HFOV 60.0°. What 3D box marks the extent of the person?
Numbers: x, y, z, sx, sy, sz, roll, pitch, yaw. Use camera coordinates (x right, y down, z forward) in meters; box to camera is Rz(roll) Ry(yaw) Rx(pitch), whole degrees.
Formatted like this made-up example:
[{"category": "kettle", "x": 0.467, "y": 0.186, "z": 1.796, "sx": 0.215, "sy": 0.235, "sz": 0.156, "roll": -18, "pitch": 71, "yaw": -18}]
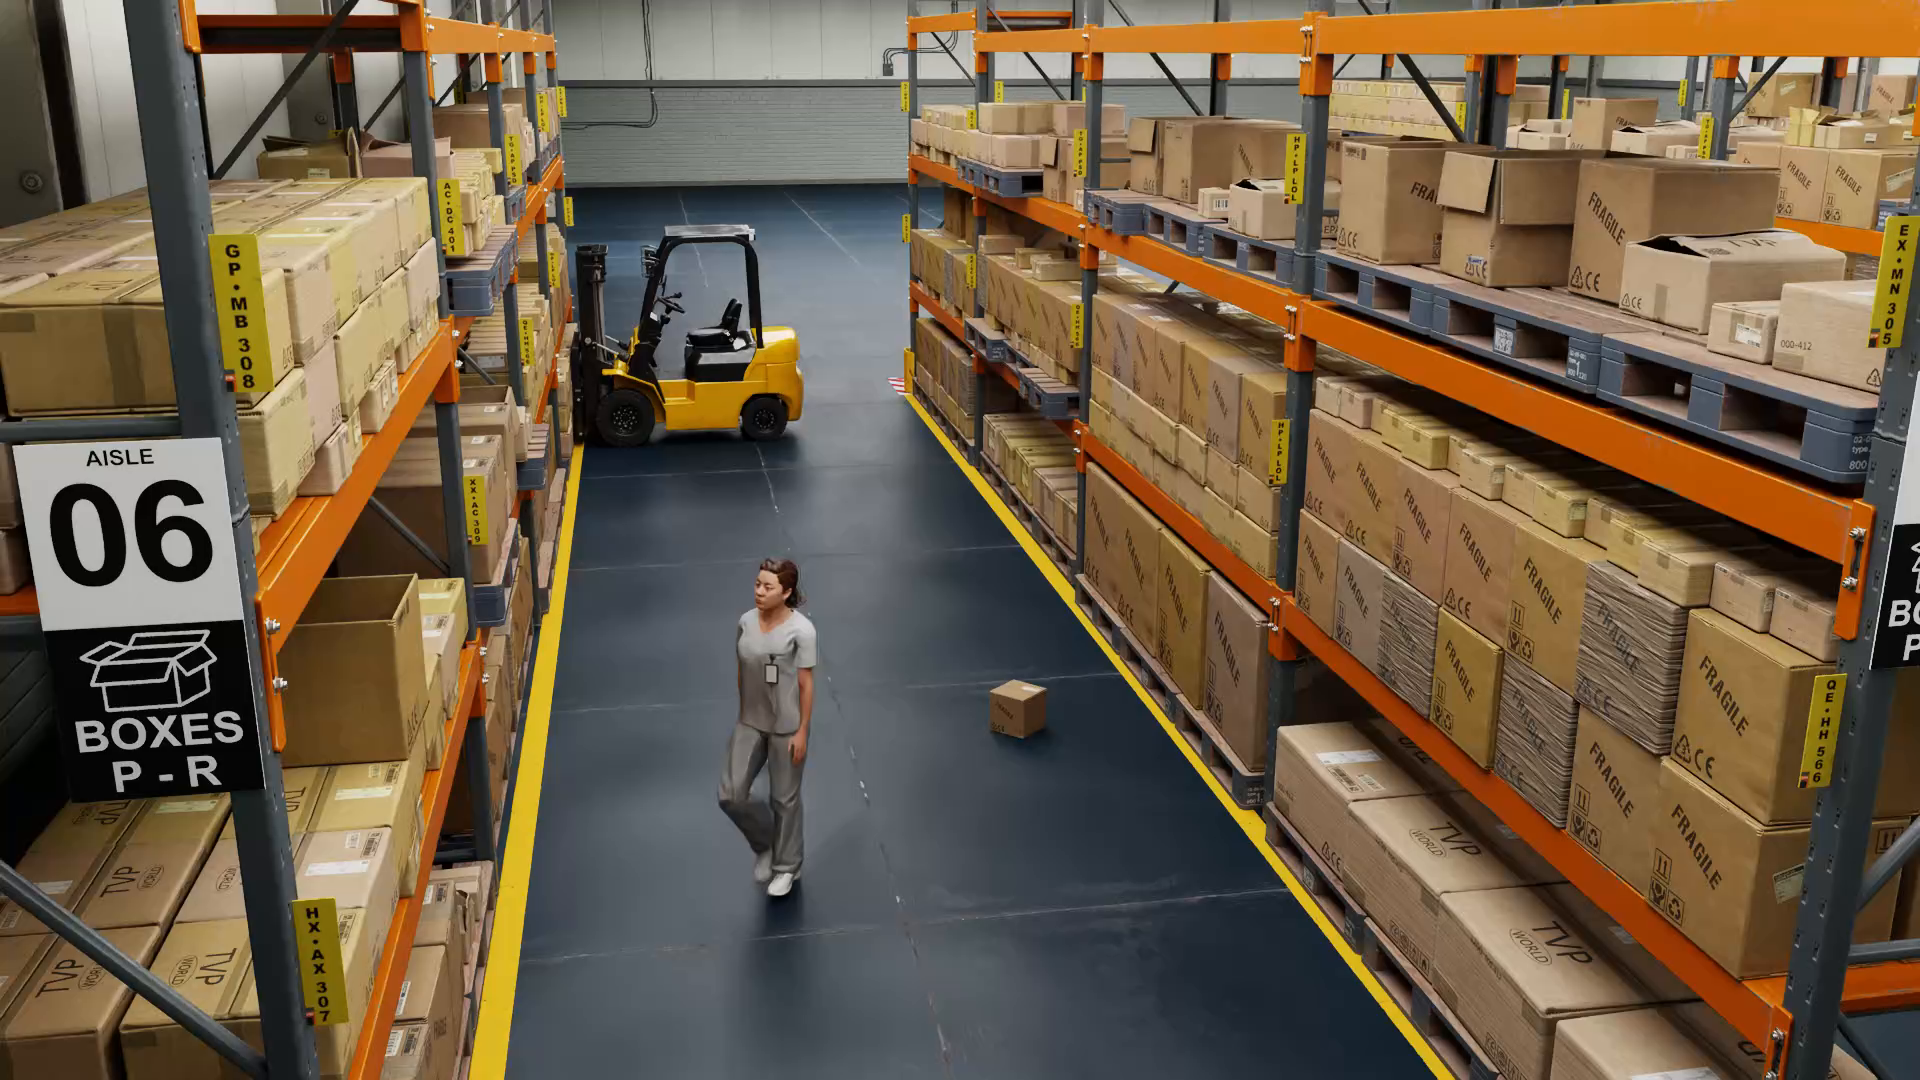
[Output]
[{"category": "person", "x": -0.900, "y": 0.901, "z": 7.915, "sx": 0.444, "sy": 1.677, "sz": 0.435, "roll": 7, "pitch": 18, "yaw": 22}]
